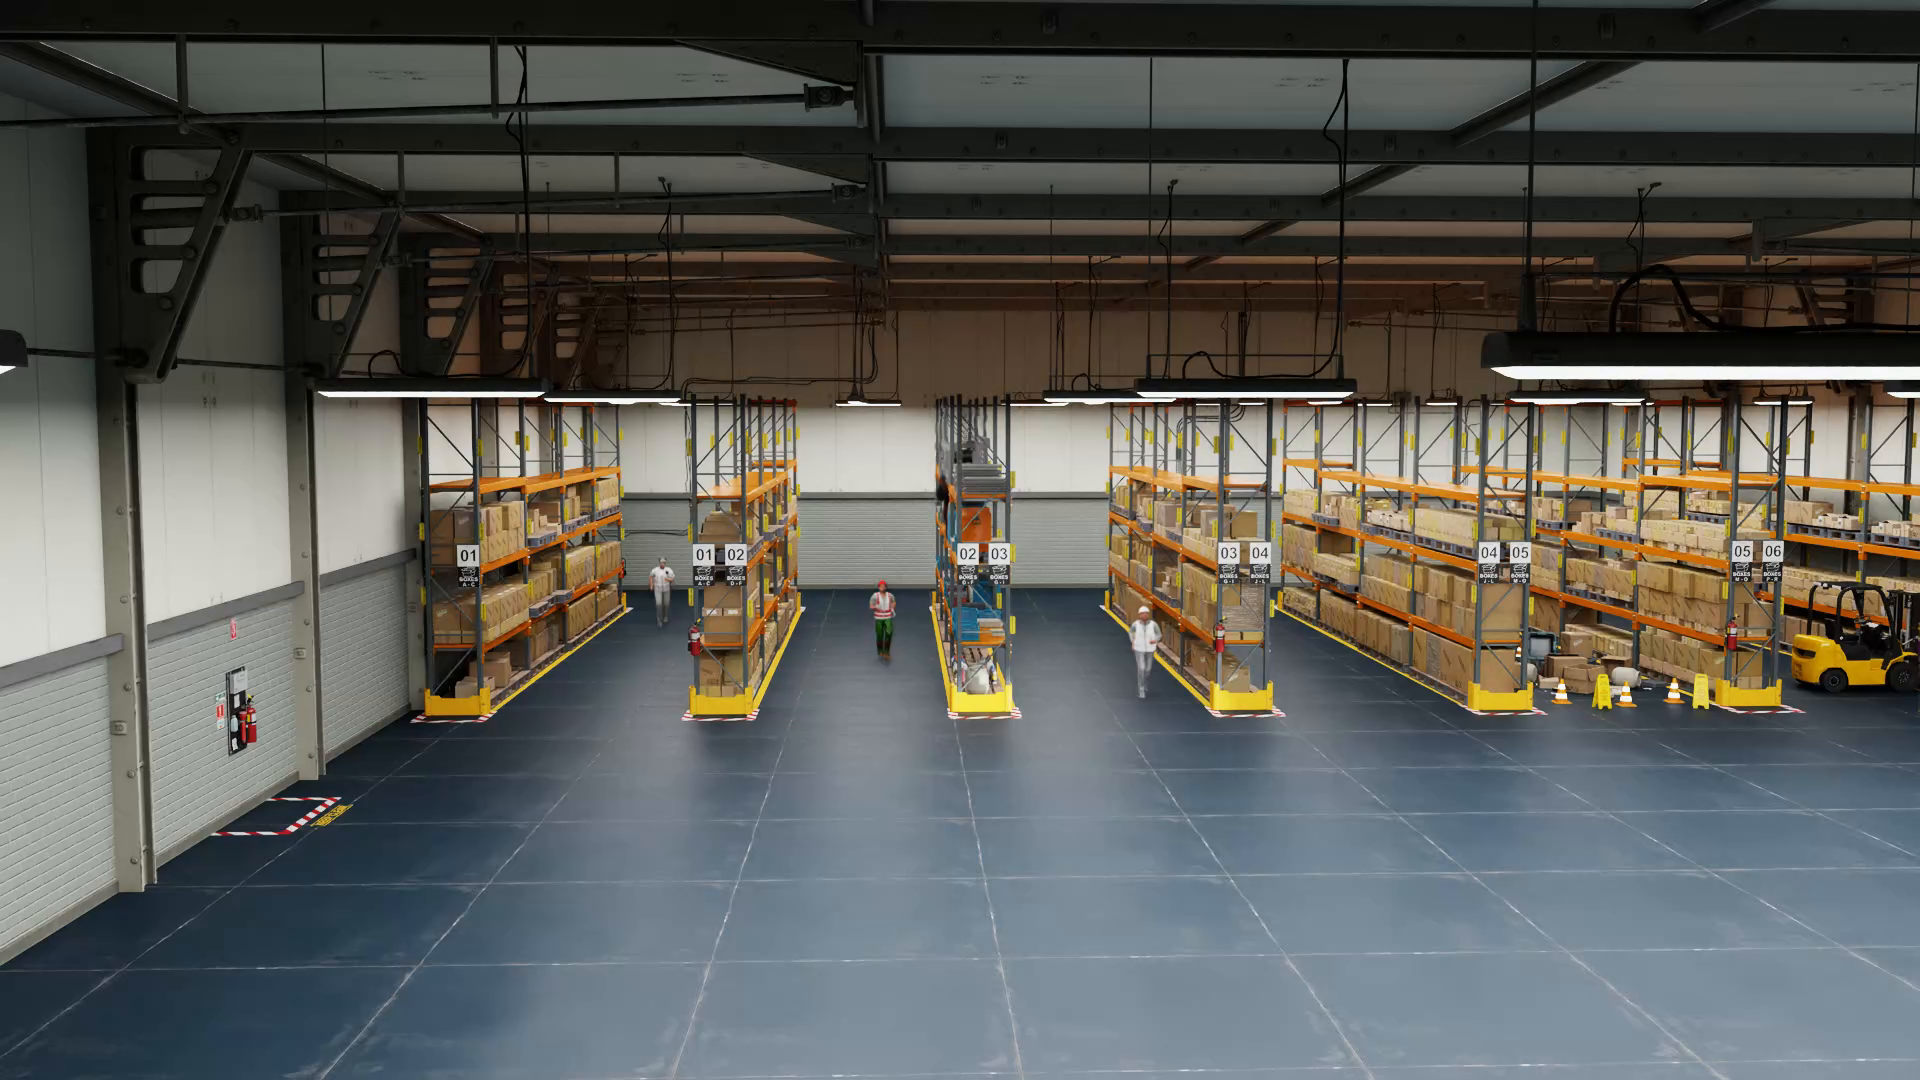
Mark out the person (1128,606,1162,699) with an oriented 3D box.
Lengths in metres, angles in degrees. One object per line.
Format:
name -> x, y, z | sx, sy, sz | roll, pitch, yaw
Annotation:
person -> 3.705, 2.221, 33.247 | 0.650, 1.823, 0.814 | 0, 4, -1

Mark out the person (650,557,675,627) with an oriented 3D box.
person -> -7.893, 1.360, 44.128 | 0.649, 1.808, 0.899 | -1, 5, -14

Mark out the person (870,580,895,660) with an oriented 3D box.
person -> -1.751, 1.836, 38.047 | 0.632, 1.824, 0.698 | -1, 5, -10
